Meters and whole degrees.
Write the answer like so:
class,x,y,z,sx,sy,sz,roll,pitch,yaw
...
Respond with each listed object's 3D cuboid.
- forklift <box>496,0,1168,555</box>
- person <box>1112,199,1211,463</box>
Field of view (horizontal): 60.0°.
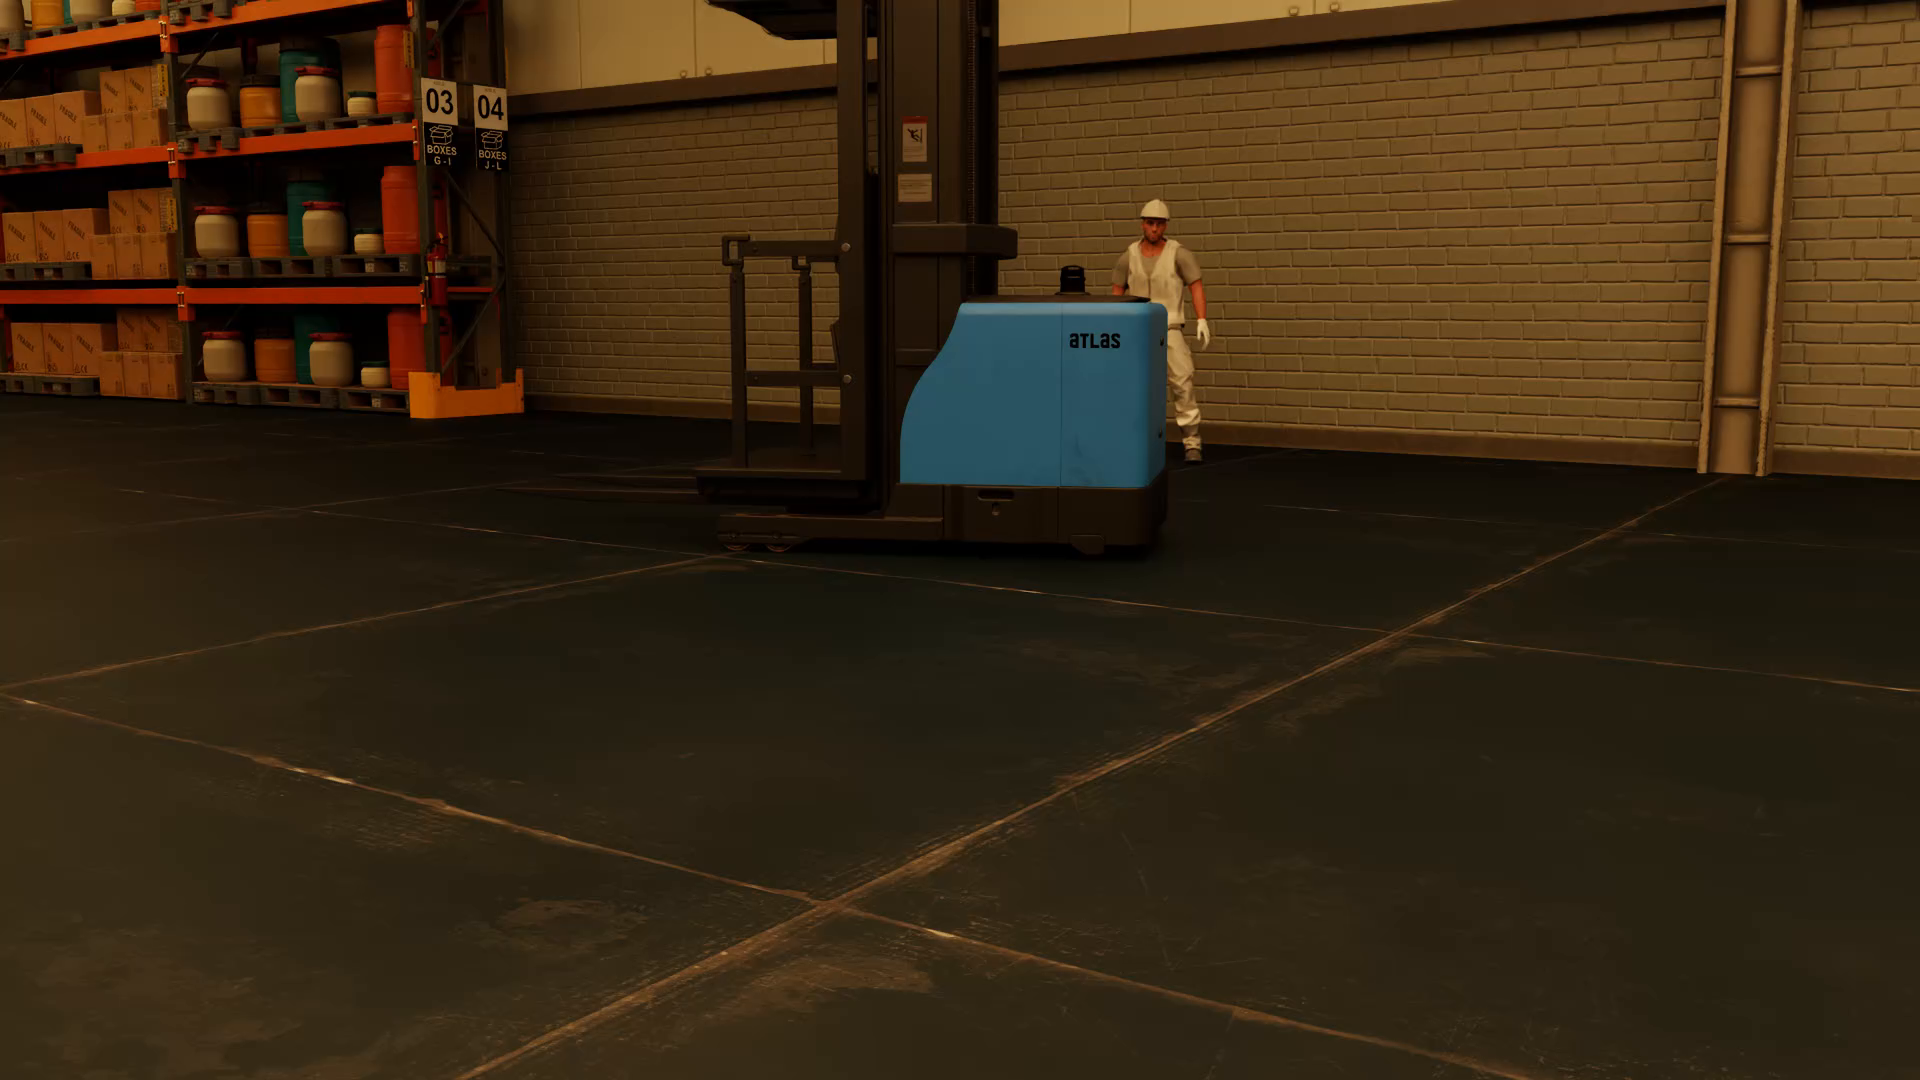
class,x,y,z,sx,sy,sz,roll,pitch,yaw
forklift,-0.596,-1.469,7.520,3.031,2.935,1.130,2,8,12
person,1.333,-1.418,11.319,0.759,1.766,0.420,3,8,18
